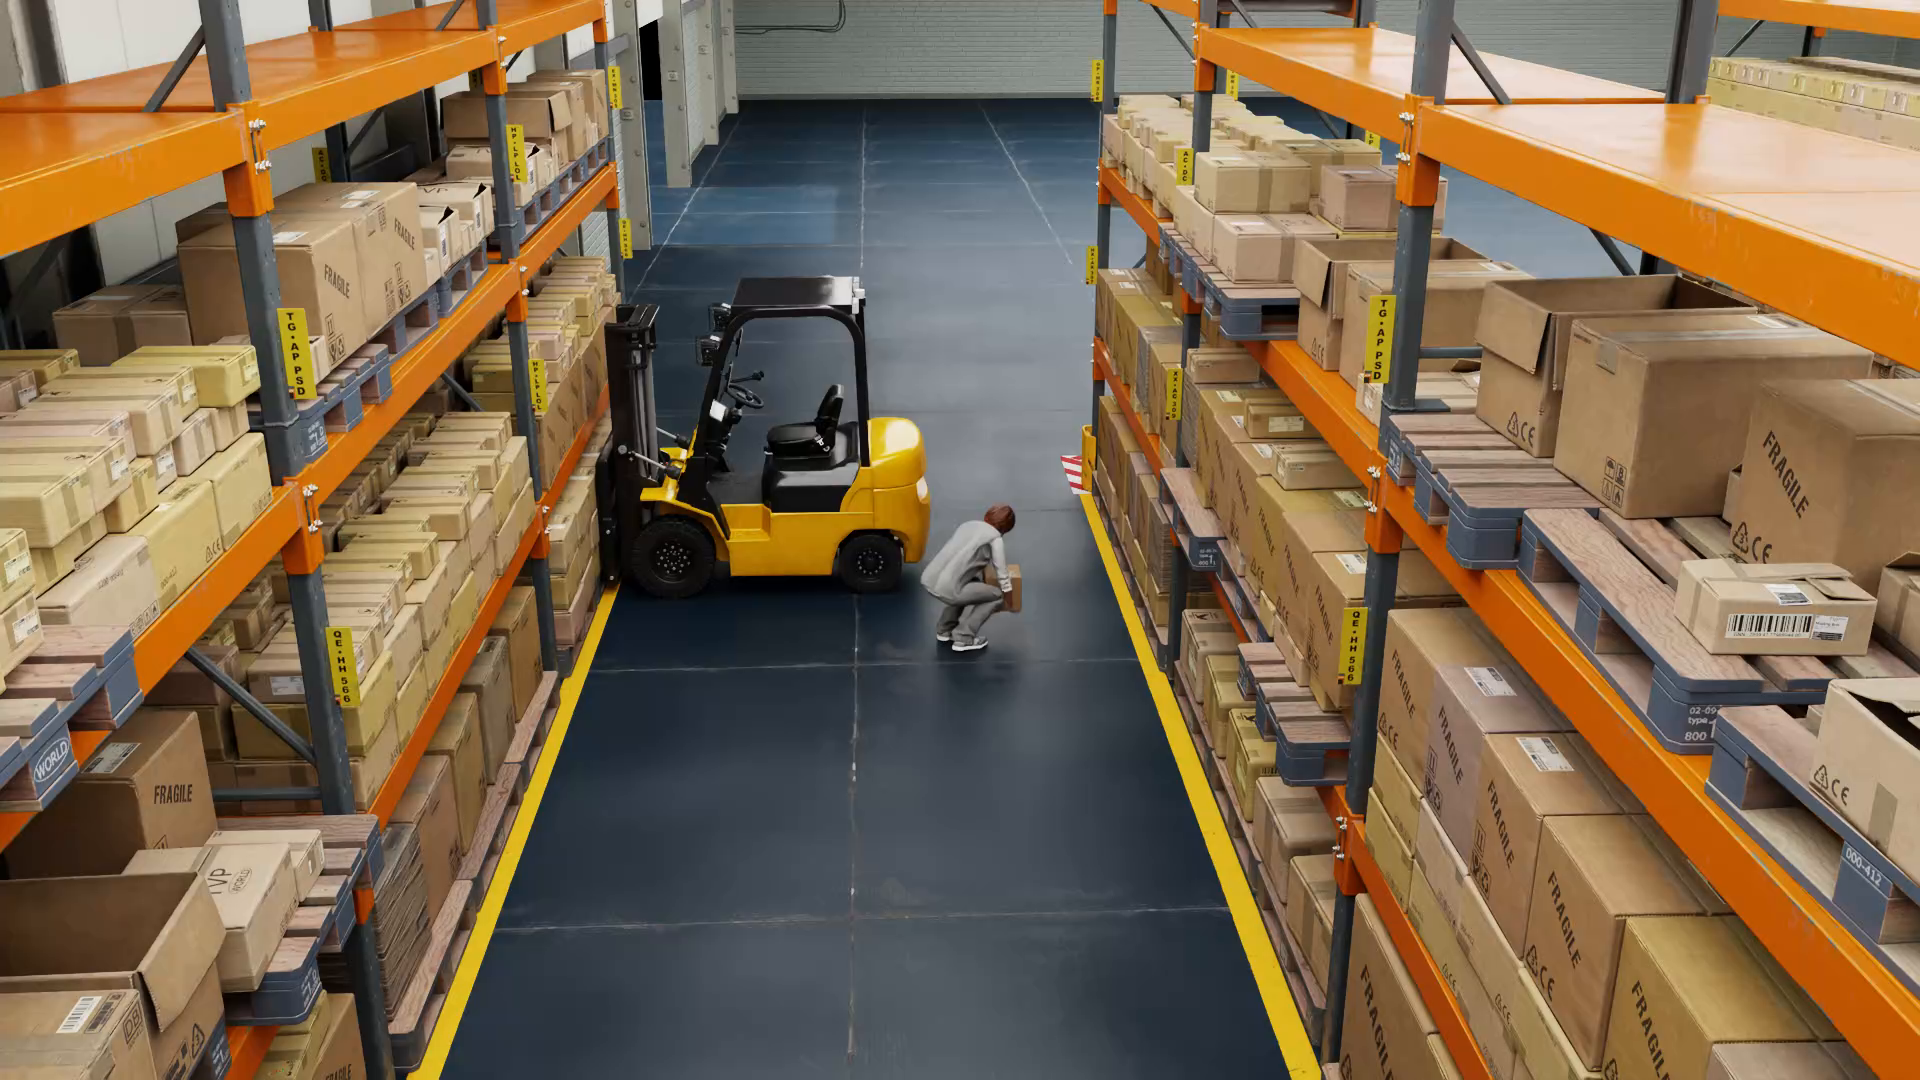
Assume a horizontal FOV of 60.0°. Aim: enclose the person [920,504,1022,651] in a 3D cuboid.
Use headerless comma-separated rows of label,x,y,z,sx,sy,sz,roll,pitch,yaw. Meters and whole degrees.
person,0.075,0.259,11.382,0.771,0.912,0.451,-13,24,-30
